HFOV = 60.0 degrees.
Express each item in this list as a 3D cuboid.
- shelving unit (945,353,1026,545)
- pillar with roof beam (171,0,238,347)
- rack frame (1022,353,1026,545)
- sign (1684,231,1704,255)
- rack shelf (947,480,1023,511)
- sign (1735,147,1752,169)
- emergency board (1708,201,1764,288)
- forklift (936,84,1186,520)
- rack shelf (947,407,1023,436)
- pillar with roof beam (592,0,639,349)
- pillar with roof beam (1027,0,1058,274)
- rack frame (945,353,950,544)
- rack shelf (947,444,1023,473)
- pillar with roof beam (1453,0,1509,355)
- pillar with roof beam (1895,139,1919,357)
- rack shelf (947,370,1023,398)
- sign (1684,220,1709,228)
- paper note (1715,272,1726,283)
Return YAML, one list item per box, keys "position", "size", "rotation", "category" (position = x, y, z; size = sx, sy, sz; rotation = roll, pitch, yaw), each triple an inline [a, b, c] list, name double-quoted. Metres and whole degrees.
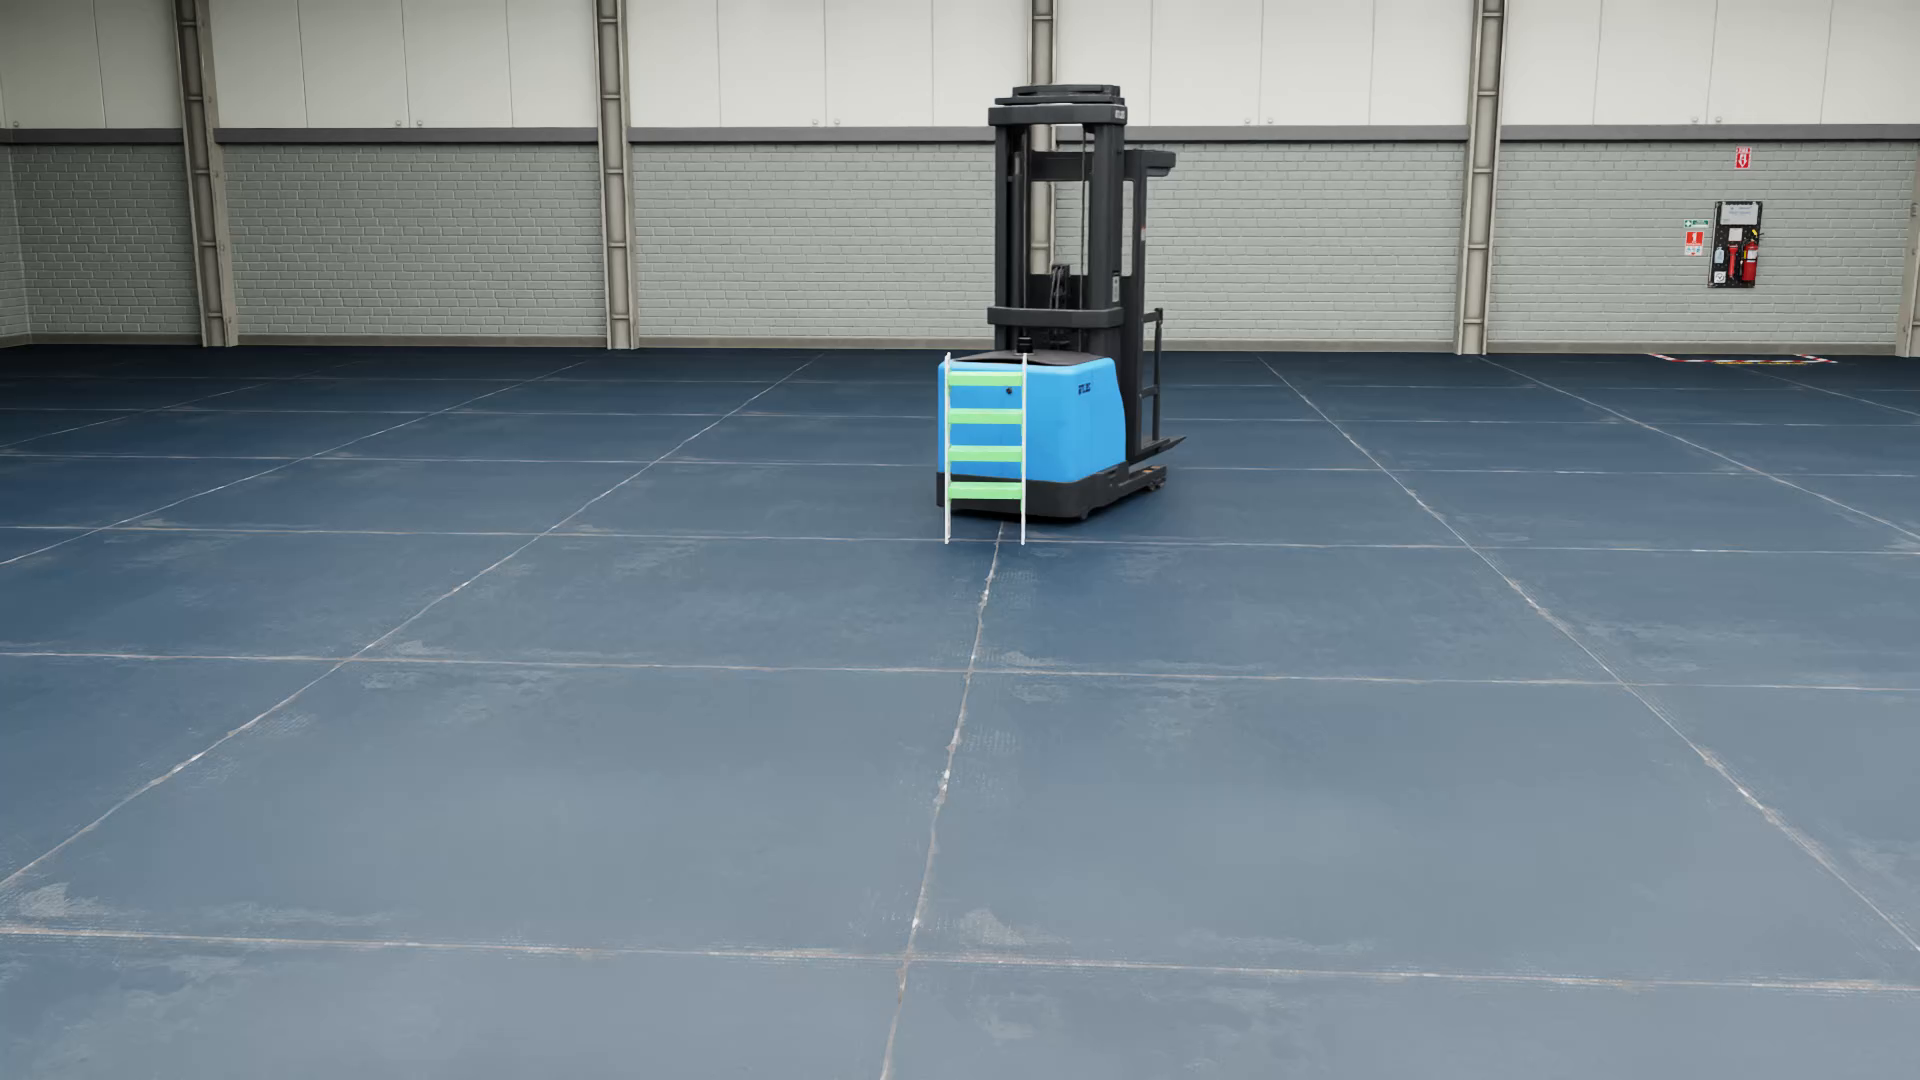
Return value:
- position: [0.165, -0.585, 10.634]
  size: [0.503, 1.200, 0.258]
  rotation: [1, 12, 4]
  category: "shelving unit"
- position: [-11.133, -6.378, 19.278]
  size: [0.400, 9.000, 9.100]
  rotation: [1, 12, 4]
  category: "pillar with roof beam"
- position: [0.409, -0.582, 10.618]
  size: [0.015, 1.200, 0.240]
  rotation: [1, 12, 4]
  category: "rack frame"
- position: [10.093, -4.080, 22.859]
  size: [0.234, 0.329, 0.001]
  rotation: [1, 12, 4]
  category: "sign"
- position: [0.165, -0.288, 10.697]
  size: [0.480, 0.148, 0.258]
  rotation: [1, 12, 4]
  category: "rack shelf"
- position: [10.636, -5.189, 22.586]
  size: [0.199, 0.298, 0.001]
  rotation: [1, 12, 4]
  category: "sign"
- position: [10.638, -4.034, 22.726]
  size: [0.643, 1.169, 0.194]
  rotation: [1, 12, 4]
  category: "emergency board"
- position: [0.925, -1.831, 12.365]
  size: [1.130, 2.935, 3.031]
  rotation: [6, 13, 25]
  category: "forklift"
- position: [0.165, -0.757, 10.598]
  size: [0.480, 0.148, 0.258]
  rotation: [1, 12, 4]
  category: "rack shelf"
- position: [-5.147, -6.295, 18.886]
  size: [0.400, 9.000, 9.100]
  rotation: [1, 12, 4]
  category: "pillar with roof beam"
- position: [0.840, -6.213, 18.493]
  size: [0.400, 9.000, 9.100]
  rotation: [1, 12, 4]
  category: "pillar with roof beam"
- position: [-0.078, -0.588, 10.650]
  size: [0.015, 1.200, 0.240]
  rotation: [1, 12, 4]
  category: "rack frame"
- position: [0.165, -0.522, 10.647]
  size: [0.480, 0.148, 0.258]
  rotation: [1, 12, 4]
  category: "rack shelf"
- position: [6.827, -6.131, 18.101]
  size: [0.400, 9.000, 9.100]
  rotation: [1, 12, 4]
  category: "pillar with roof beam"
- position: [12.813, -6.049, 17.708]
  size: [0.400, 9.000, 9.100]
  rotation: [1, 12, 4]
  category: "pillar with roof beam"
- position: [0.165, -0.992, 10.549]
  size: [0.480, 0.148, 0.258]
  rotation: [1, 12, 4]
  category: "rack shelf"
- position: [10.097, -4.337, 22.796]
  size: [0.331, 0.109, 0.001]
  rotation: [1, 12, 4]
  category: "sign"
- position: [10.466, -3.619, 22.895]
  size: [0.142, 0.148, 0.016]
  rotation: [1, 12, 4]
  category: "paper note"
